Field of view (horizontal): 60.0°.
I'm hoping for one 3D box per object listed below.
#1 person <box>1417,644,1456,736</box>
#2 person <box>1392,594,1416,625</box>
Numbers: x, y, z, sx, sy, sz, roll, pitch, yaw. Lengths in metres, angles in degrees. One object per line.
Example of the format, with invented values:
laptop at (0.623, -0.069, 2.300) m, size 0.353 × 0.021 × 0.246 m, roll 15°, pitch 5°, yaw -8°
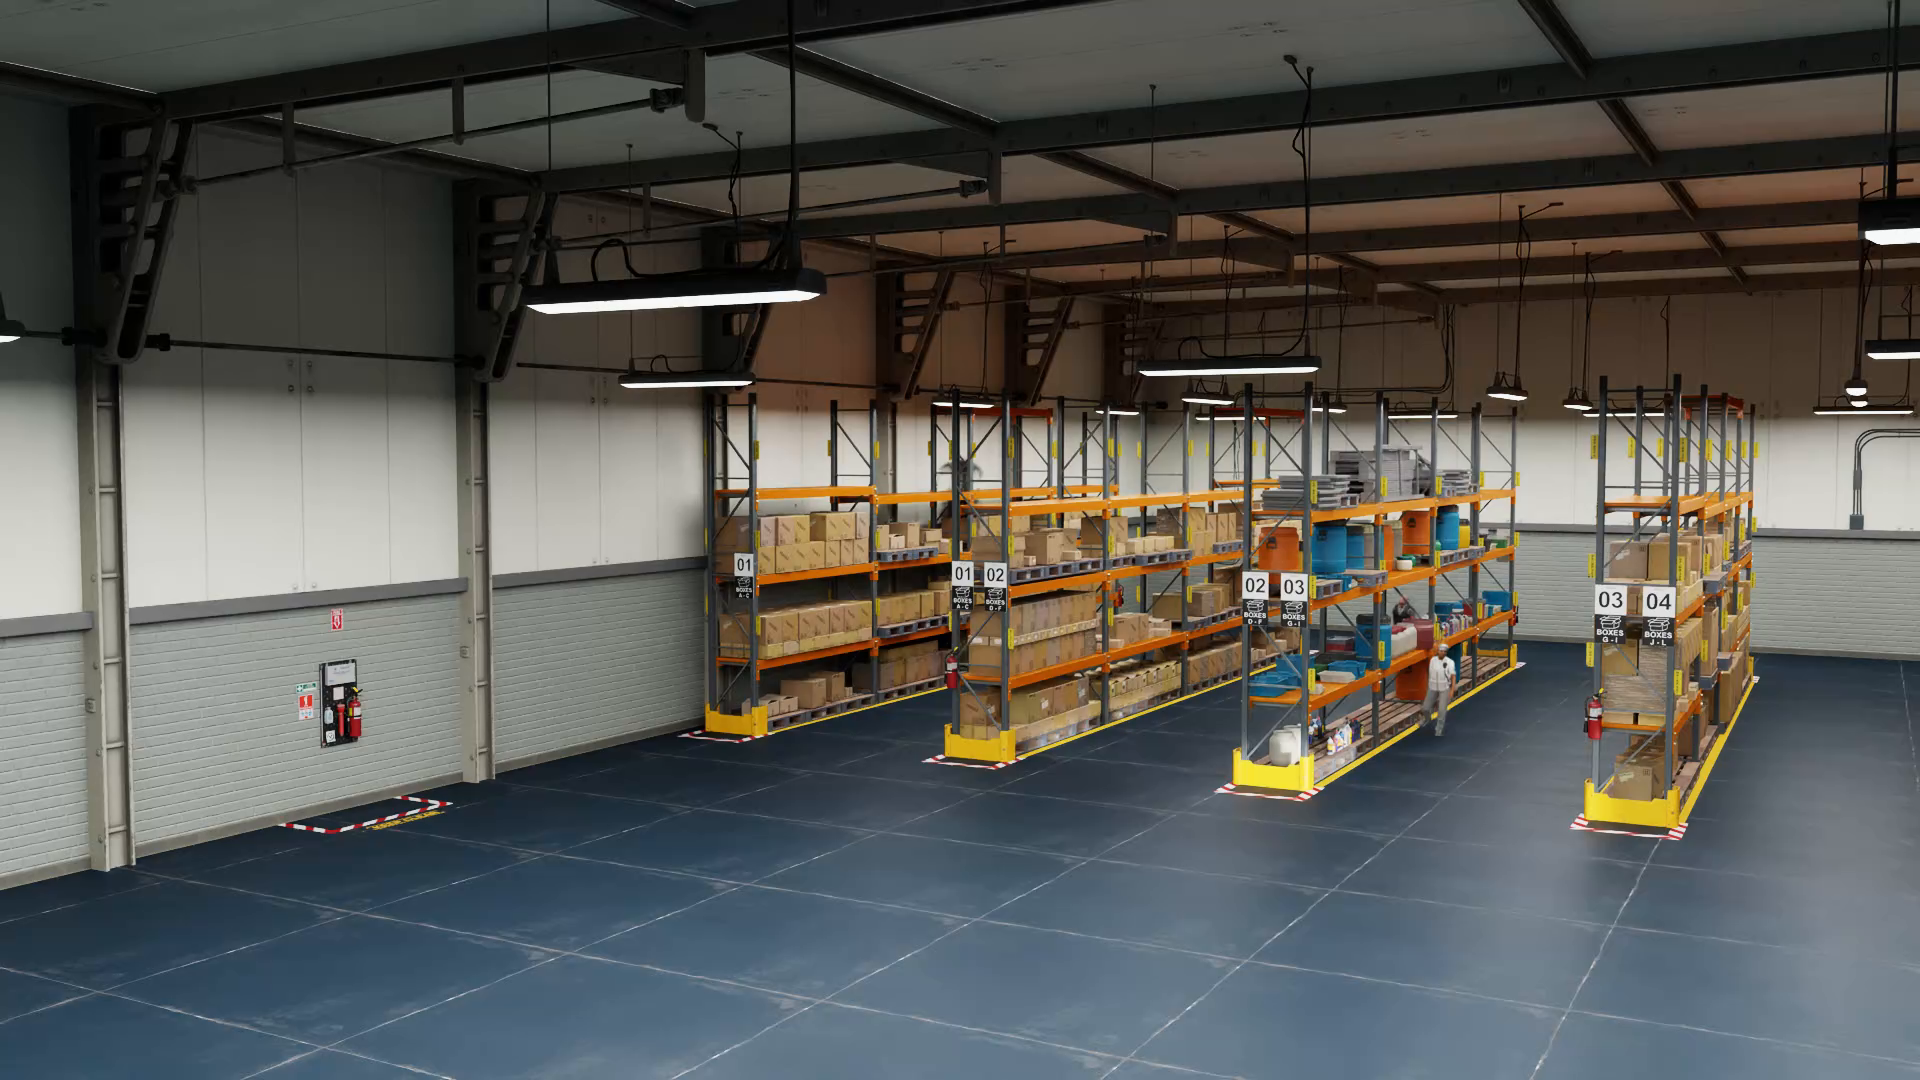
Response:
person at (8.362, 2.611, 29.159) m, size 0.726 × 1.624 × 0.532 m, roll 2°, pitch 4°, yaw 33°
person at (10.158, 2.097, 38.145) m, size 0.624 × 1.713 × 0.780 m, roll 2°, pitch 4°, yaw 31°
